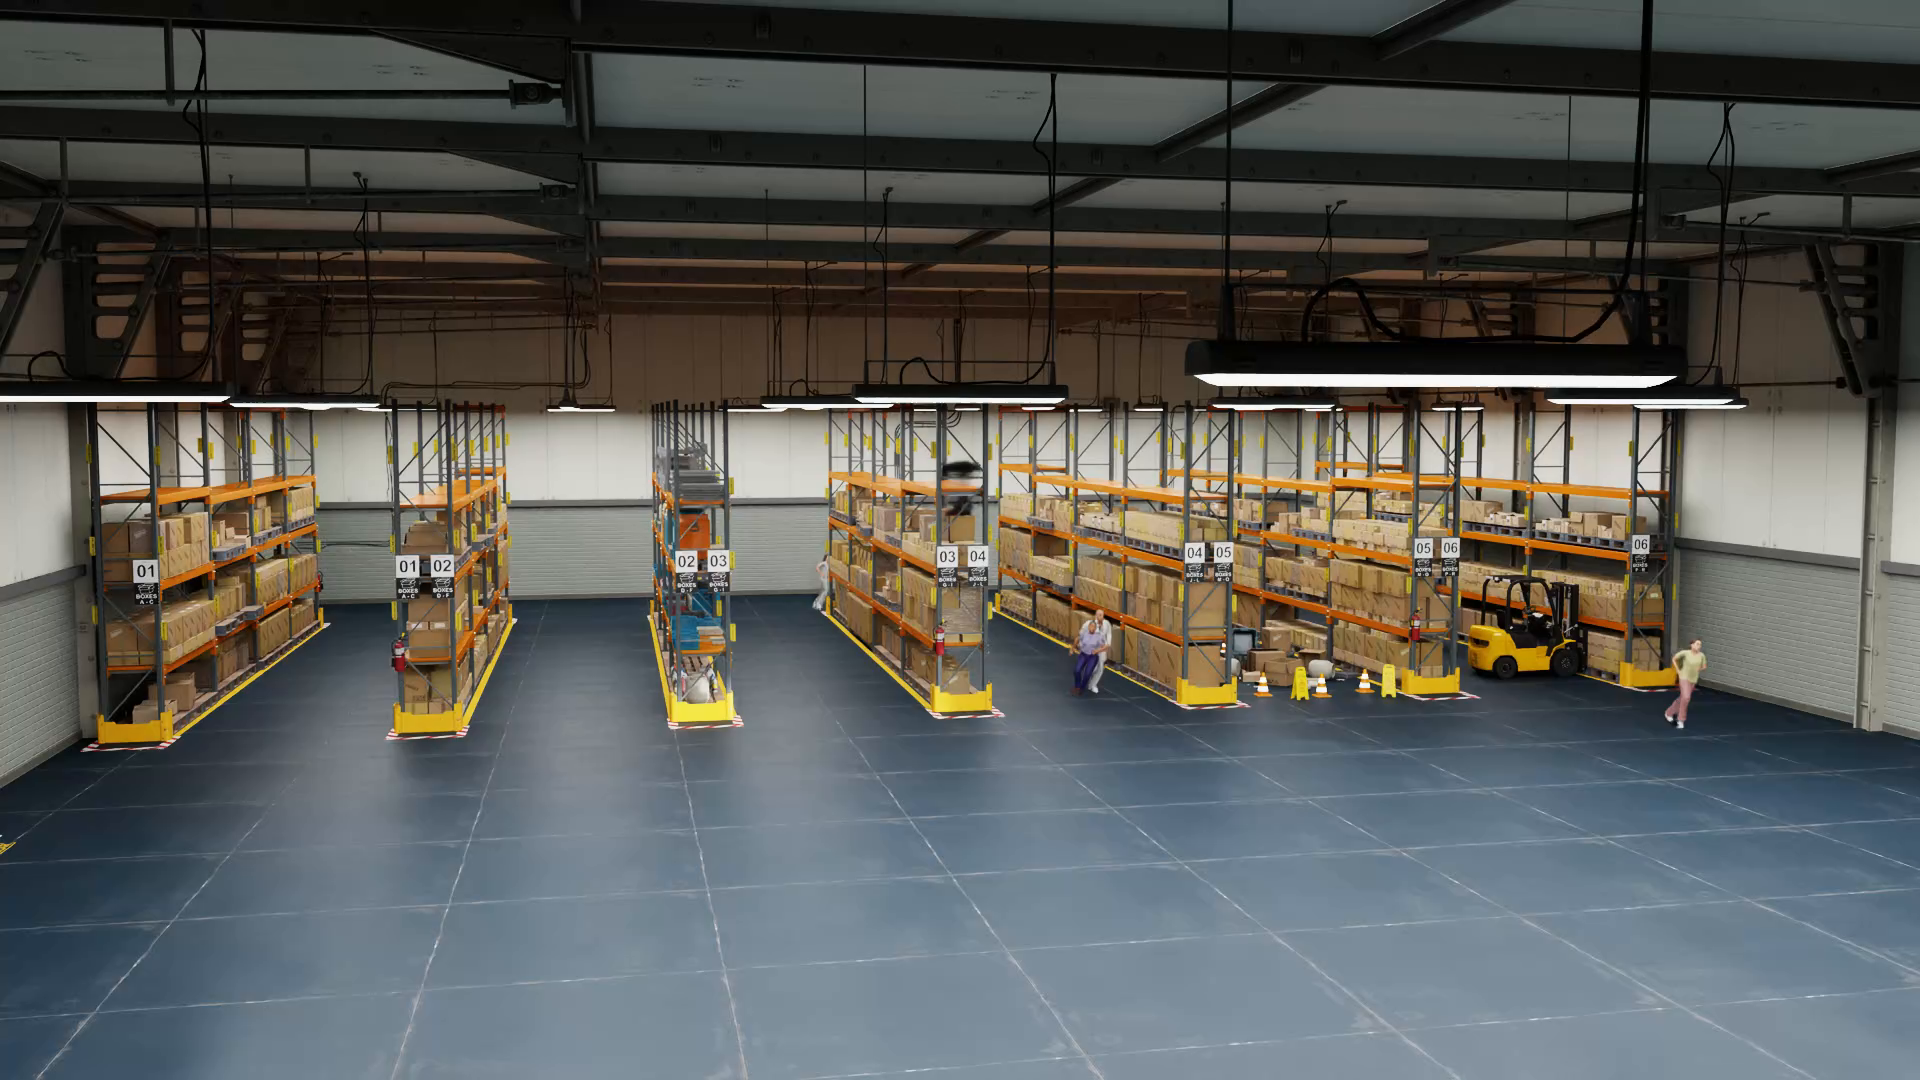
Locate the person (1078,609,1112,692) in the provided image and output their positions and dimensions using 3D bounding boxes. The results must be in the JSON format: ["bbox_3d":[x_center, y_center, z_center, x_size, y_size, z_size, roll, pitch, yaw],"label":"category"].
[{"bbox_3d":[2.797,2.282,34.484,0.704,1.699,0.711,-2,5,-26],"label":"person"}]

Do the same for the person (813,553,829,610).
[{"bbox_3d":[-4.011,1.237,49.127,0.578,1.674,0.659,2,5,20],"label":"person"}]

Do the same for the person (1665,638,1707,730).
[{"bbox_3d":[13.372,2.601,30.613,0.693,1.650,0.785,-1,4,-10],"label":"person"}]

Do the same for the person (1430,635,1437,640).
[{"bbox_3d":[11.467,1.802,41.330,0.574,1.632,0.955,-2,5,-28],"label":"person"}]

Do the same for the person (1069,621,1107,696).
[{"bbox_3d":[2.582,2.411,33.822,0.799,1.548,0.632,1,4,9],"label":"person"}]
